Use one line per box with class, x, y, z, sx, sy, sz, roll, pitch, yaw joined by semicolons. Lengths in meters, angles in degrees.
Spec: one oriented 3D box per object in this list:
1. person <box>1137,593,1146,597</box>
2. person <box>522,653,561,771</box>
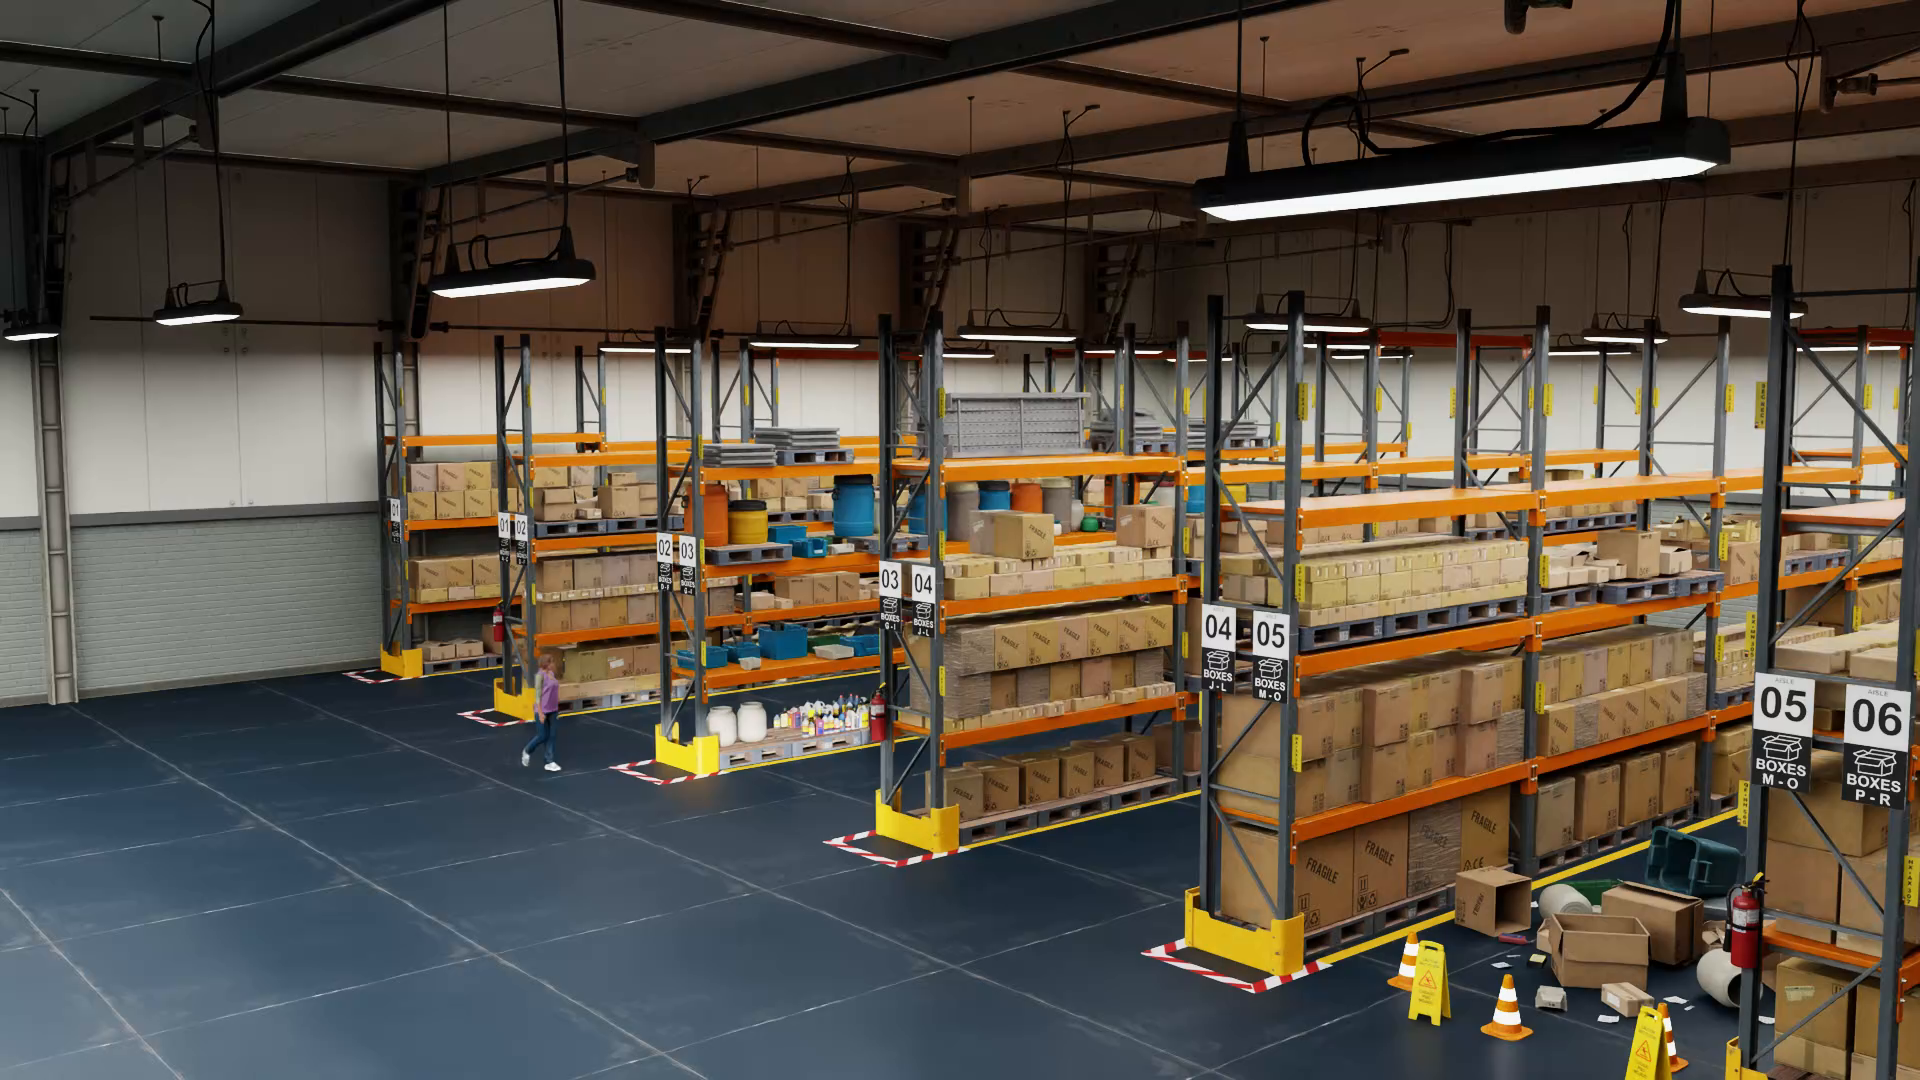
person;4.382;0.713;39.051;0.542;1.761;0.564;5;7;42
person;-5.644;2.313;22.435;0.545;1.594;0.419;3;6;29
